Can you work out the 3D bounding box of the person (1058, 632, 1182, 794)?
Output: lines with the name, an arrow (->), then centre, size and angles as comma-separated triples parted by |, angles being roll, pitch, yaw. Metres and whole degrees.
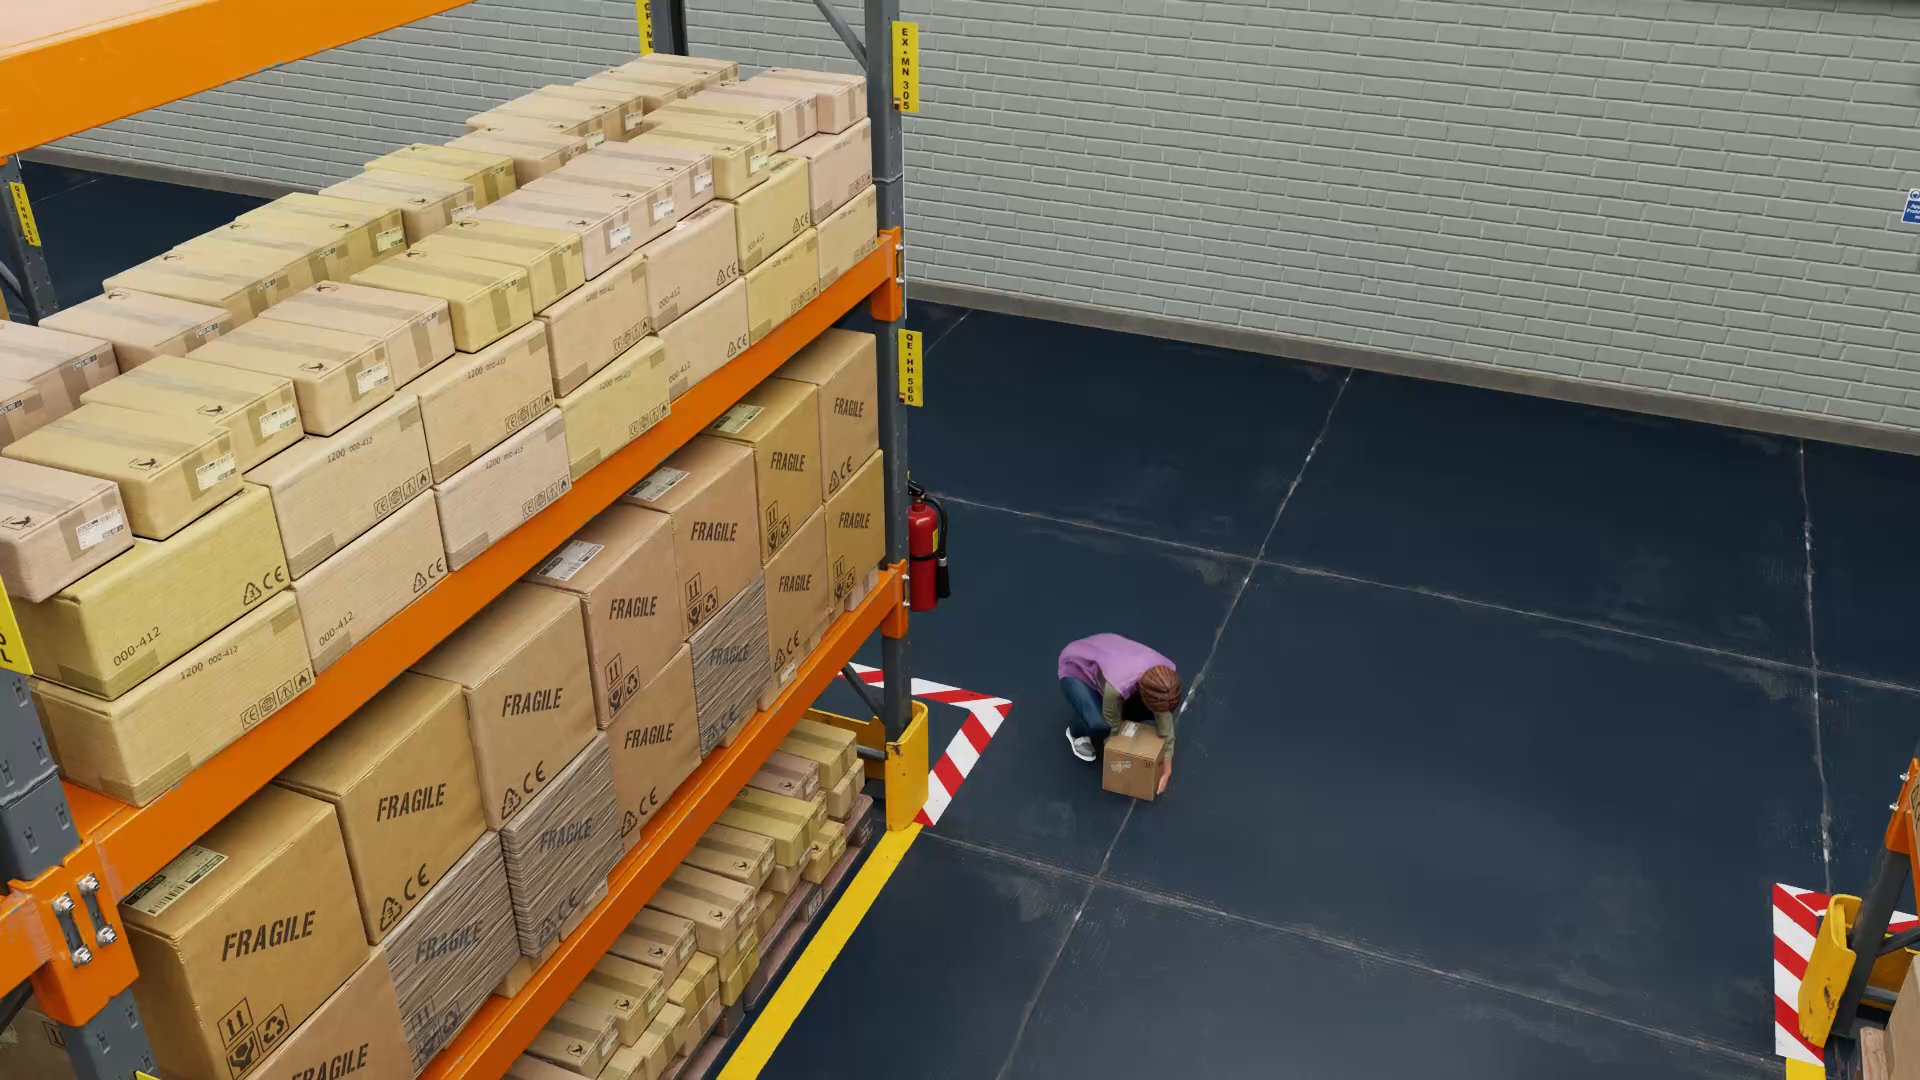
person -> 0.765, 0.795, 7.978 | 0.432, 0.779, 0.830 | -12, 32, -19
